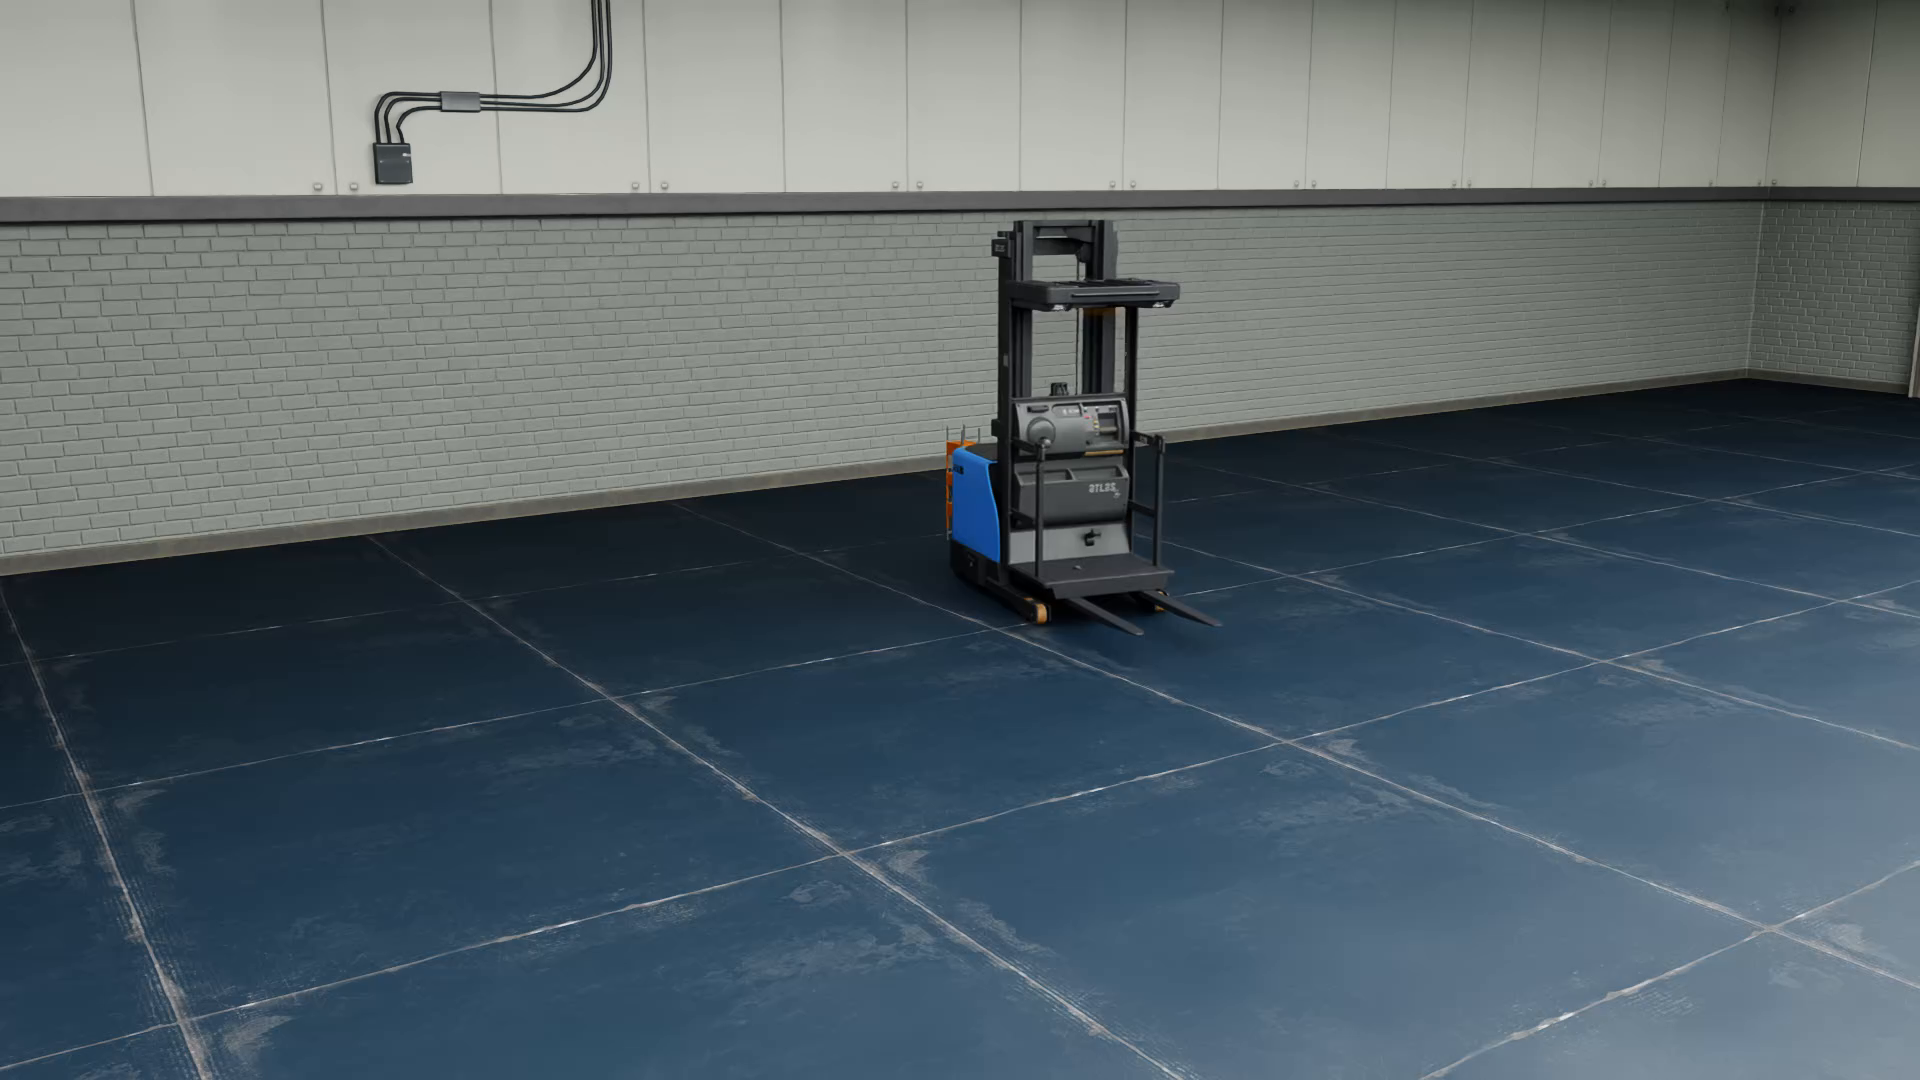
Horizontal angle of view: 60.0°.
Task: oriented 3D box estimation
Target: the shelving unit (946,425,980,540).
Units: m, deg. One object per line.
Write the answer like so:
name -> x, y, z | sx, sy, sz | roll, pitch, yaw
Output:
shelving unit -> 0.030, -0.503, 15.094 | 0.215, 1.050, 0.252 | -8, 15, -33

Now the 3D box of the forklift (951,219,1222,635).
forklift -> 0.942, -0.899, 12.502 | 1.130, 2.935, 3.031 | -5, 13, -21

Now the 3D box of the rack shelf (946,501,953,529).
rack shelf -> 0.030, -0.222, 15.156 | 0.215, 0.259, 0.240 | -8, 15, -33

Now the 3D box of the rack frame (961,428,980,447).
rack frame -> 0.097, -0.482, 14.995 | 0.200, 1.050, 0.008 | -8, 15, -33

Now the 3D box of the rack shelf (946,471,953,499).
rack shelf -> 0.030, -0.493, 15.097 | 0.215, 0.259, 0.240 | -8, 15, -33

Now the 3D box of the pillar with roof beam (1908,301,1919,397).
pillar with roof beam -> 10.984, -6.033, 21.775 | 9.100, 9.000, 0.400 | -8, 15, -33

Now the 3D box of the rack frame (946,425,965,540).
rack frame -> -0.038, -0.525, 15.194 | 0.200, 1.050, 0.008 | -8, 15, -33

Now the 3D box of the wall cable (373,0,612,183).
wall cable -> -4.275, -6.277, 14.929 | 2.305, 6.003, 0.169 | -8, 15, -33

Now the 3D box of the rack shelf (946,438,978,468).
rack shelf -> 0.030, -0.770, 15.036 | 0.215, 0.259, 0.240 | -8, 15, -33
